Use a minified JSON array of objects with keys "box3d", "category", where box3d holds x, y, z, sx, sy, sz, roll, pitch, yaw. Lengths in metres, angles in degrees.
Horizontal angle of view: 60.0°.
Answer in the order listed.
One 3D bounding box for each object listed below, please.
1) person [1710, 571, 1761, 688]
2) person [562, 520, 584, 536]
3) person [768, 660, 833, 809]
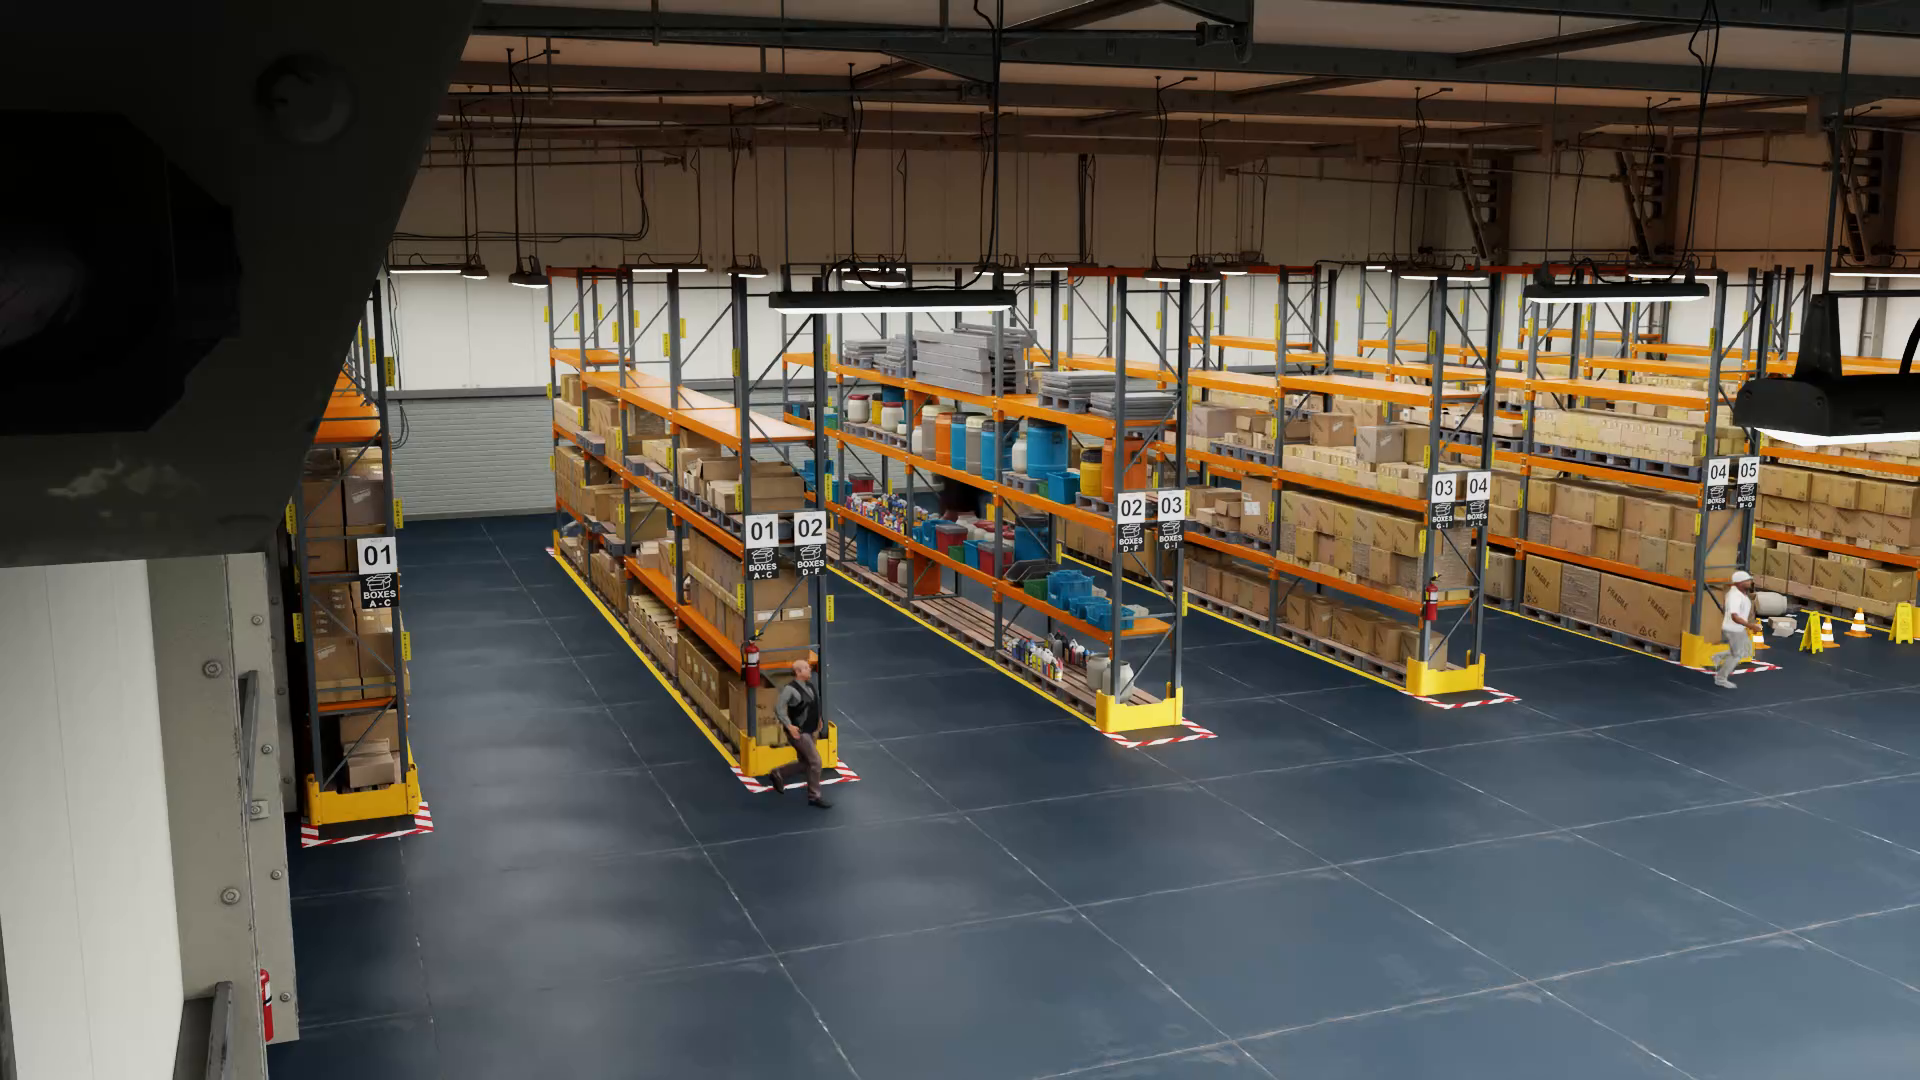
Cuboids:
[{"box3d":[11.356,1.294,24.316,0.646,1.725,0.739,5,11,28],"category":"person"},{"box3d":[-8.292,-0.781,36.038,0.856,1.764,0.709,-2,10,-13],"category":"person"},{"box3d":[-1.847,2.213,19.141,0.854,1.705,0.670,3,10,19],"category":"person"}]
